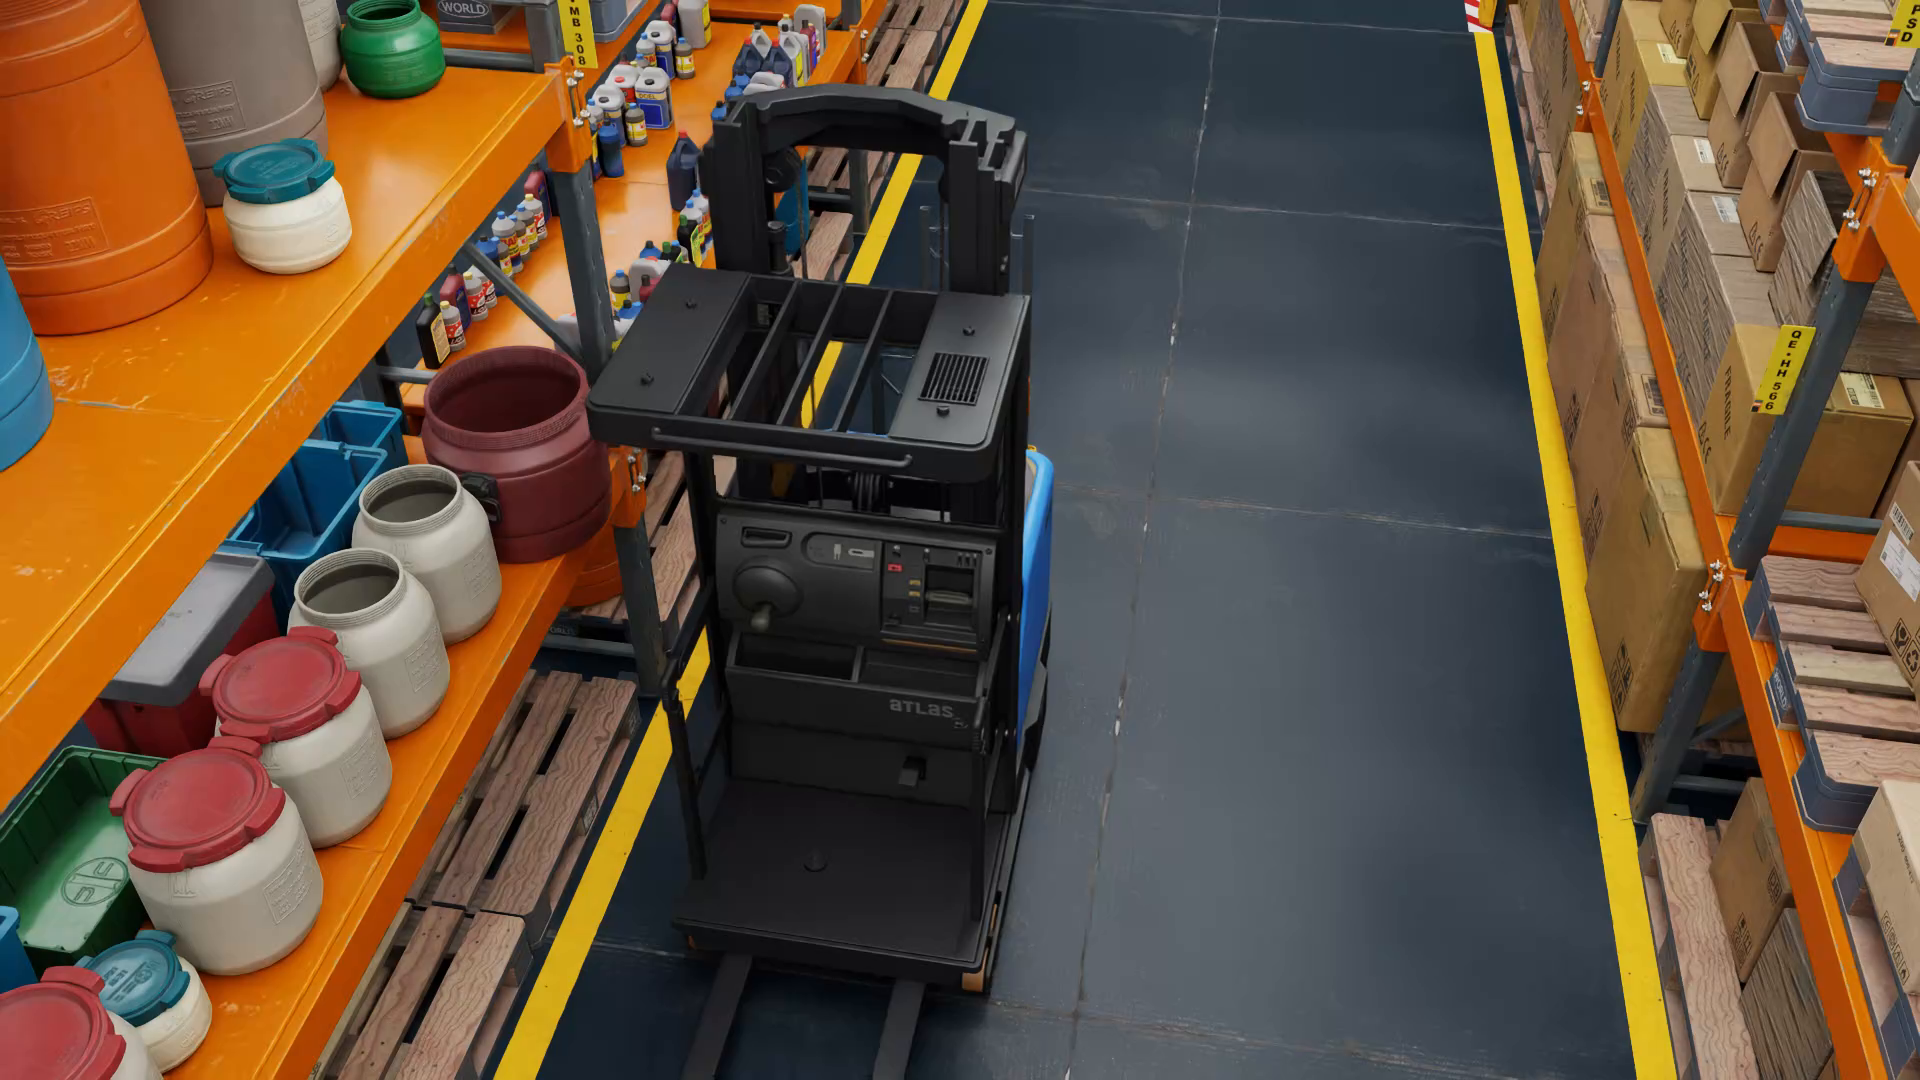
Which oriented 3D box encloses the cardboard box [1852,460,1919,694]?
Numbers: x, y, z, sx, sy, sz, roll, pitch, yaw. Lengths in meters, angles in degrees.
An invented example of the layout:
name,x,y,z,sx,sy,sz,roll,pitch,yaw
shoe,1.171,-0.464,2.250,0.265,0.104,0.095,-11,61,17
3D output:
name,x,y,z,sx,sy,sz,roll,pitch,yaw
cardboard box,3.080,0.116,4.944,0.500,0.500,0.500,2,40,2

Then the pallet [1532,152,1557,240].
name,x,y,z,sx,sy,sz,roll,pitch,yaw
pallet,4.035,-1.931,10.017,1.003,0.211,1.213,6,40,8

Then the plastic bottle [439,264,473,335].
name,x,y,z,sx,sy,sz,roll,pitch,yaw
plastic bottle,-2.055,-0.974,6.762,0.061,0.283,0.133,6,40,8

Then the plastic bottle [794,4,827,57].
name,x,y,z,sx,sy,sz,roll,pitch,yaw
plastic bottle,-0.802,-2.753,8.919,0.152,0.276,0.135,6,40,8

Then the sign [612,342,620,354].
name,x,y,z,sx,sy,sz,roll,pitch,yaw
sign,-1.201,-0.580,6.066,0.100,0.325,0.005,6,40,8

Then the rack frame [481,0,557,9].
name,x,y,z,sx,sy,sz,roll,pitch,yaw
rack frame,-1.744,-2.885,4.274,1.000,3.000,0.127,6,40,8

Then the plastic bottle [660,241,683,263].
name,x,y,z,sx,sy,sz,roll,pitch,yaw
plastic bottle,-1.203,-1.133,6.955,0.061,0.283,0.133,6,40,8

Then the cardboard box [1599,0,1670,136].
name,x,y,z,sx,sy,sz,roll,pitch,yaw
cardboard box,3.500,-2.315,8.214,0.500,0.500,0.500,7,40,8

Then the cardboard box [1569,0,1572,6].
name,x,y,z,sx,sy,sz,roll,pitch,yaw
cardboard box,3.690,-3.152,9.502,0.380,0.149,0.250,7,40,9

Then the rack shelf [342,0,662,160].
name,x,y,z,sx,sy,sz,roll,pitch,yaw
rack shelf,-1.398,-2.707,6.977,1.077,0.370,4.000,6,40,8

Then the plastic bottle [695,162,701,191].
name,x,y,z,sx,sy,sz,roll,pitch,yaw
plastic bottle,-1.111,-1.631,7.563,0.152,0.276,0.135,6,40,8

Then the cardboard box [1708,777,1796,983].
name,x,y,z,sx,sy,sz,roll,pitch,yaw
cardboard box,3.038,1.190,5.670,0.700,0.500,0.500,4,40,5

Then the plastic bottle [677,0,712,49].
name,x,y,z,sx,sy,sz,roll,pitch,yaw
plastic bottle,-1.439,-2.854,8.983,0.144,0.351,0.185,6,40,8

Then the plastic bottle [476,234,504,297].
name,x,y,z,sx,sy,sz,roll,pitch,yaw
plastic bottle,-1.983,-1.162,6.999,0.097,0.271,0.097,0,40,0

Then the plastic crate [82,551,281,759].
name,x,y,z,sx,sy,sz,roll,pitch,yaw
plastic crate,-2.325,0.383,4.980,0.402,0.464,0.583,6,40,8

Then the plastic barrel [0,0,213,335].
name,x,y,z,sx,sy,sz,roll,pitch,yaw
plastic barrel,-2.213,-0.993,4.002,0.600,0.830,0.708,6,40,8

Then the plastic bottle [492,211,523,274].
name,x,y,z,sx,sy,sz,roll,pitch,yaw
plastic bottle,-1.949,-1.284,7.147,0.097,0.271,0.097,0,40,0

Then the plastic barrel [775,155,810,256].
name,x,y,z,sx,sy,sz,roll,pitch,yaw
plastic barrel,-1.163,-2.097,9.346,0.600,0.901,0.708,6,40,8

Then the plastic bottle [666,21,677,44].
name,x,y,z,sx,sy,sz,roll,pitch,yaw
plastic bottle,-1.561,-2.666,8.873,0.097,0.201,0.097,0,40,0

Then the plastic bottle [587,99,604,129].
name,x,y,z,sx,sy,sz,roll,pitch,yaw
plastic bottle,-1.755,-1.989,7.999,0.097,0.271,0.097,0,40,0

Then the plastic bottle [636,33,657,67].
name,x,y,z,sx,sy,sz,roll,pitch,yaw
plastic bottle,-1.618,-2.486,8.600,0.097,0.271,0.097,0,40,0

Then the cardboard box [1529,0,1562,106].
name,x,y,z,sx,sy,sz,roll,pitch,yaw
cardboard box,4.329,-3.409,10.954,0.875,0.875,0.875,6,40,8

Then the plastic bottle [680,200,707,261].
name,x,y,z,sx,sy,sz,roll,pitch,yaw
plastic bottle,-1.161,-1.348,7.224,0.097,0.271,0.097,0,40,0

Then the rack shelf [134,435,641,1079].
name,x,y,z,sx,sy,sz,roll,pitch,yaw
rack shelf,-2.091,0.959,4.897,1.077,0.370,4.000,6,40,8

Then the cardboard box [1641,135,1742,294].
name,x,y,z,sx,sy,sz,roll,pitch,yaw
cardboard box,3.243,-1.360,7.059,0.500,0.500,0.500,7,40,9

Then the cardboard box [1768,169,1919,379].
name,x,y,z,sx,sy,sz,roll,pitch,yaw
cardboard box,3.276,-0.909,5.727,0.797,0.503,0.637,8,40,9

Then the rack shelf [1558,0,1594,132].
name,x,y,z,sx,sy,sz,roll,pitch,yaw
rack shelf,4.172,-3.515,10.309,1.077,0.370,4.000,6,40,8

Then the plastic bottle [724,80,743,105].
name,x,y,z,sx,sy,sz,roll,pitch,yaw
plastic bottle,-1.102,-2.123,8.161,0.097,0.271,0.097,0,40,0

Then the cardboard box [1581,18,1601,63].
name,x,y,z,sx,sy,sz,roll,pitch,yaw
cardboard box,3.556,-2.668,8.917,0.380,0.149,0.250,7,40,8

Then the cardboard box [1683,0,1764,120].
name,x,y,z,sx,sy,sz,roll,pitch,yaw
cardboard box,3.593,-2.131,7.205,0.797,0.503,0.637,7,40,8

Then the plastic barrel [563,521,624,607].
name,x,y,z,sx,sy,sz,roll,pitch,yaw
plastic barrel,-1.677,-0.207,7.117,0.600,0.830,0.708,6,40,8

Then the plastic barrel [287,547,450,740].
name,x,y,z,sx,sy,sz,roll,pitch,yaw
plastic barrel,-1.785,0.317,5.021,0.421,0.512,0.421,0,40,0

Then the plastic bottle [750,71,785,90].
name,x,y,z,sx,sy,sz,roll,pitch,yaw
plastic bottle,-0.953,-2.207,8.259,0.152,0.276,0.135,6,40,8

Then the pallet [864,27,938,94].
name,x,y,z,sx,sy,sz,roll,pitch,yaw
pallet,-0.754,-3.242,11.603,1.003,0.211,1.213,6,40,8

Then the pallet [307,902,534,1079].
name,x,y,z,sx,sy,sz,roll,pitch,yaw
pallet,-2.130,1.747,5.568,1.003,0.211,1.213,6,40,8

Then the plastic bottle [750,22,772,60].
name,x,y,z,sx,sy,sz,roll,pitch,yaw
plastic bottle,-1.031,-2.467,8.516,0.144,0.351,0.185,6,40,8

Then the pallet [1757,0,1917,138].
name,x,y,z,sx,sy,sz,roll,pitch,yaw
pallet,3.193,-1.520,5.125,1.213,0.211,1.003,8,40,10

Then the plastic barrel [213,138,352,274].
name,x,y,z,sx,sy,sz,roll,pitch,yaw
plastic barrel,-1.735,-0.852,4.278,0.301,0.262,0.301,0,40,0

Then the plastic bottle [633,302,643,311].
name,x,y,z,sx,sy,sz,roll,pitch,yaw
plastic bottle,-1.287,-0.863,6.693,0.097,0.201,0.097,0,40,0

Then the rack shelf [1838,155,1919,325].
name,x,y,z,sx,sy,sz,roll,pitch,yaw
rack shelf,2.788,0.350,3.281,1.077,0.370,4.000,6,40,8

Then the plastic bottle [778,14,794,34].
name,x,y,z,sx,sy,sz,roll,pitch,yaw
plastic bottle,-0.928,-2.726,8.946,0.097,0.201,0.097,0,40,0

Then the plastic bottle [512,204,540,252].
name,x,y,z,sx,sy,sz,roll,pitch,yaw
plastic bottle,-1.916,-1.379,7.317,0.097,0.201,0.097,0,40,0

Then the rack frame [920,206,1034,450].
name,x,y,z,sx,sy,sz,roll,pitch,yaw
rack frame,0.073,-0.844,7.690,0.500,1.500,0.032,6,40,8

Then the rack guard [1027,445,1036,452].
name,x,y,z,sx,sy,sz,roll,pitch,yaw
rack guard,0.073,-0.361,8.087,0.587,0.250,0.087,6,40,8

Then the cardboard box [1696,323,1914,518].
name,x,y,z,sx,sy,sz,roll,pitch,yaw
cardboard box,2.975,-0.402,5.901,0.500,0.500,0.500,8,40,9

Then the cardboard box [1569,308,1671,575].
name,x,y,z,sx,sy,sz,roll,pitch,yaw
cardboard box,3.436,-0.359,7.265,1.225,0.875,0.875,7,40,8

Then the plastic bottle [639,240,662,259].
name,x,y,z,sx,sy,sz,roll,pitch,yaw
plastic bottle,-1.284,-1.126,6.956,0.097,0.271,0.097,0,40,0

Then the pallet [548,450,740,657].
name,x,y,z,sx,sy,sz,roll,pitch,yaw
pallet,-1.649,0.002,7.678,1.003,0.211,1.213,6,40,8

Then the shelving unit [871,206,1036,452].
name,x,y,z,sx,sy,sz,roll,pitch,yaw
shelving unit,-0.013,-0.530,7.311,0.587,1.500,1.083,6,40,8

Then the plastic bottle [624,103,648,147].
name,x,y,z,sx,sy,sz,roll,pitch,yaw
plastic bottle,-1.582,-2.030,8.103,0.097,0.201,0.097,0,40,0

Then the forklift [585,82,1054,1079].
name,x,y,z,sx,sy,sz,roll,pitch,yaw
forklift,-0.382,0.217,5.284,1.130,2.935,3.031,7,40,8

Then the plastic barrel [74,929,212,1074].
name,x,y,z,sx,sy,sz,roll,pitch,yaw
plastic barrel,-2.056,1.177,4.178,0.301,0.262,0.301,0,40,0

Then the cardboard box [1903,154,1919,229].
name,x,y,z,sx,sy,sz,roll,pitch,yaw
cardboard box,2.802,-0.858,4.294,0.500,0.250,0.500,7,40,8

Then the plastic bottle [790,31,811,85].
name,x,y,z,sx,sy,sz,roll,pitch,yaw
plastic bottle,-0.865,-2.523,8.642,0.152,0.276,0.135,6,40,8

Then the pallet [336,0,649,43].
name,x,y,z,sx,sy,sz,roll,pitch,yaw
pallet,-1.516,-2.126,5.858,1.003,0.211,1.213,6,40,8

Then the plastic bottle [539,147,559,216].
name,x,y,z,sx,sy,sz,roll,pitch,yaw
plastic bottle,-1.828,-1.667,7.548,0.144,0.351,0.185,6,40,8

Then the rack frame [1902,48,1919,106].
name,x,y,z,sx,sy,sz,roll,pitch,yaw
rack frame,3.134,-2.339,3.614,1.000,3.000,0.127,6,40,8
